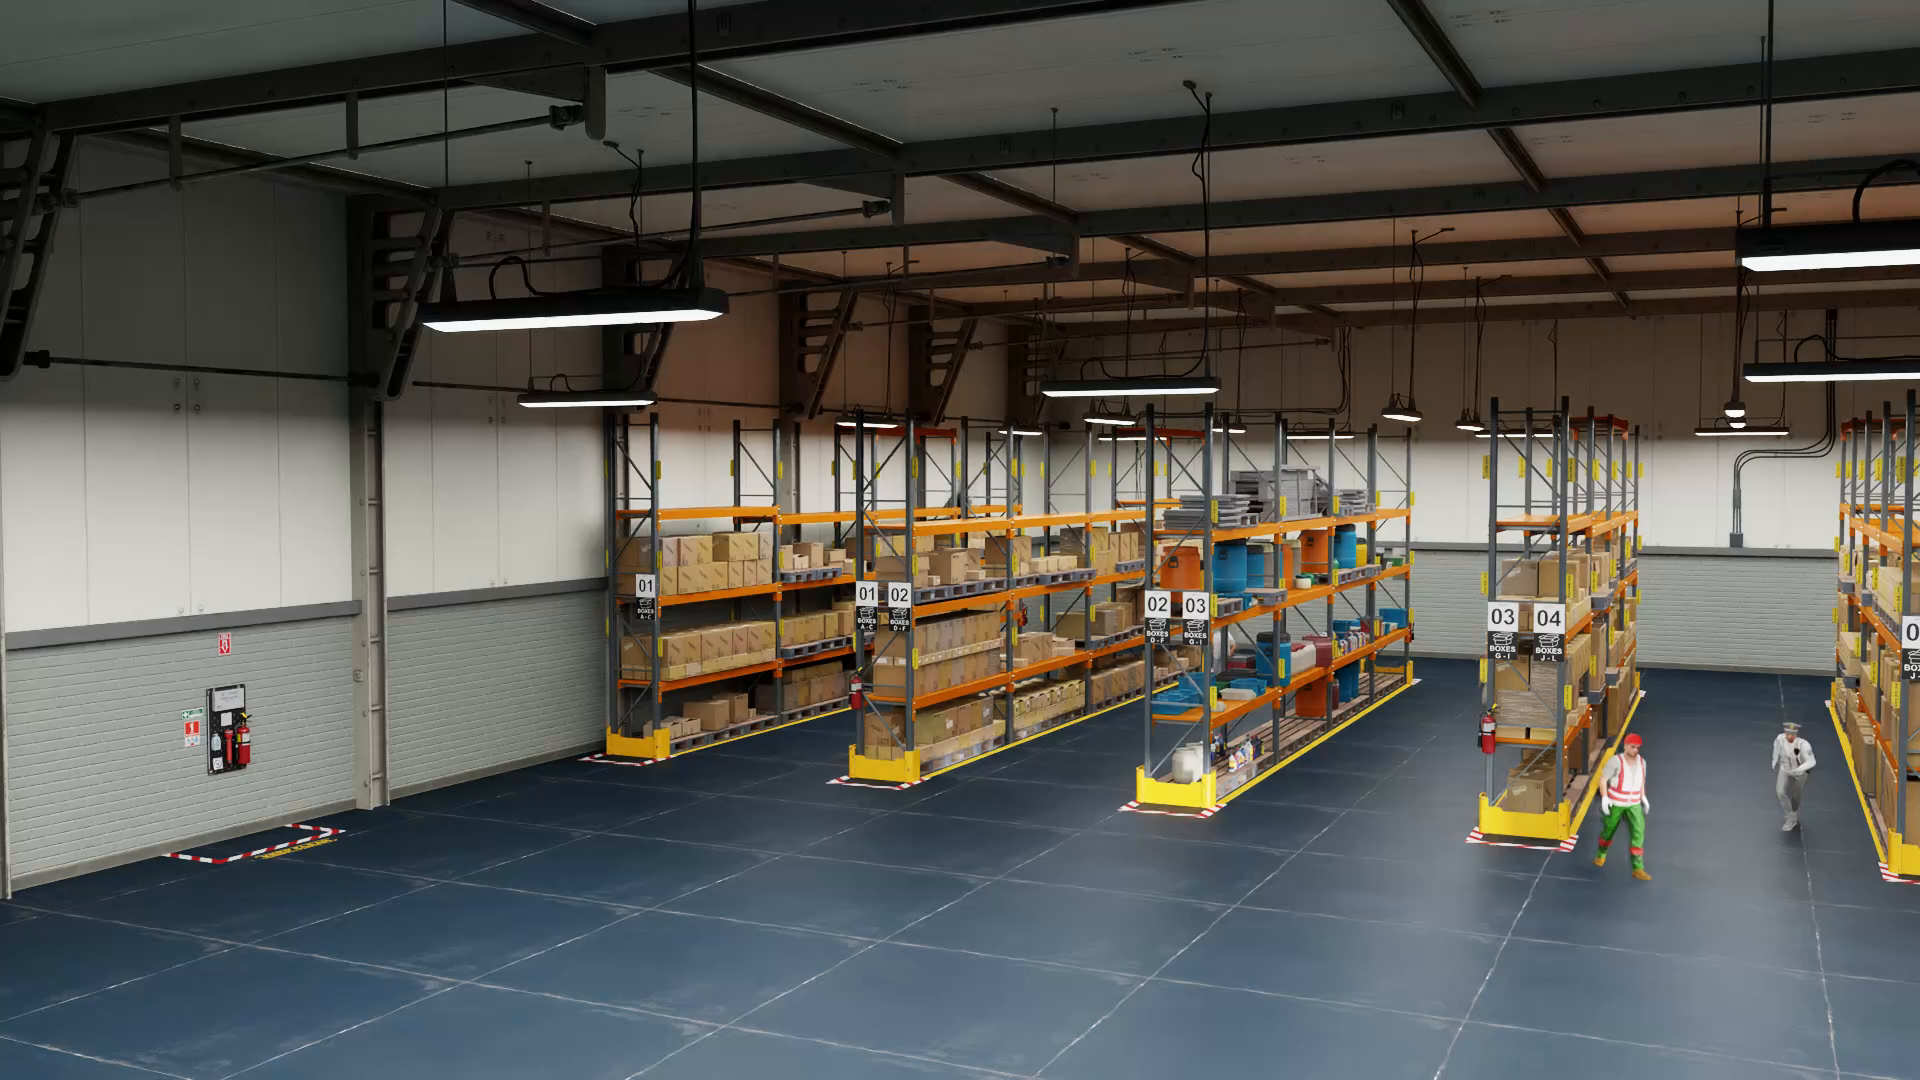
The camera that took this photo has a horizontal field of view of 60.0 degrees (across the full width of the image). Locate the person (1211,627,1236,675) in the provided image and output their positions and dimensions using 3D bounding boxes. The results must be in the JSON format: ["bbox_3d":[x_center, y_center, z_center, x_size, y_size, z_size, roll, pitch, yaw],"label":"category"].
[{"bbox_3d":[5.869,2.640,37.147,0.616,1.633,0.624,1,3,30],"label":"person"}]

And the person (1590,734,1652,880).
[{"bbox_3d":[8.156,3.226,20.405,0.705,1.728,1.001,0,2,-7],"label":"person"}]

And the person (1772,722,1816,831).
[{"bbox_3d":[11.659,3.256,23.223,0.612,1.506,0.999,2,3,38],"label":"person"}]

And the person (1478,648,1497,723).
[{"bbox_3d":[10.496,2.867,32.553,0.668,1.553,0.981,2,3,42],"label":"person"}]
